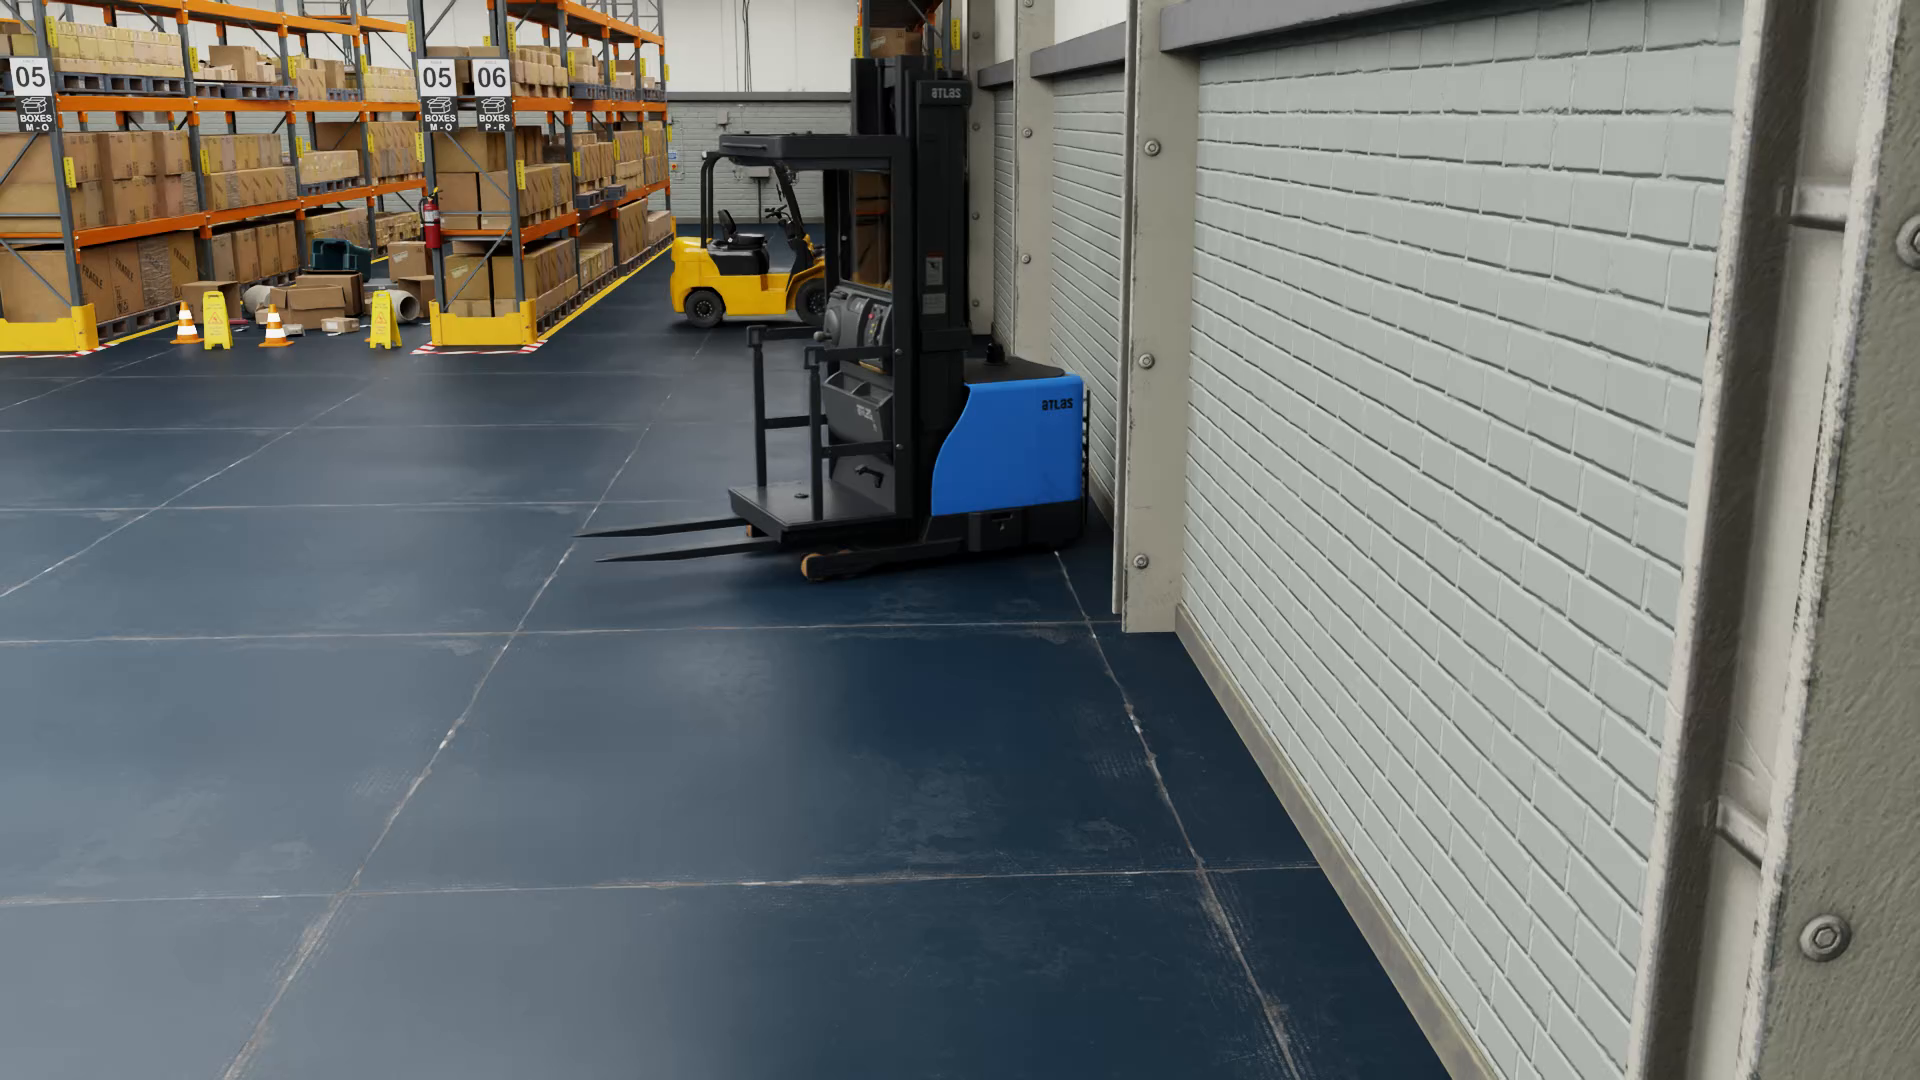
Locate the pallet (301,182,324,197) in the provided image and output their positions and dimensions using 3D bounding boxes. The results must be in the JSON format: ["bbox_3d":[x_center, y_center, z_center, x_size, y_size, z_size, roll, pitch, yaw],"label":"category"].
[{"bbox_3d":[-11.142,-5.714,27.098,1.213,0.211,1.003,-1,14,-3],"label":"pallet"}]

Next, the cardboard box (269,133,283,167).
[{"bbox_3d":[-10.974,-6.052,25.820,0.700,0.500,0.500,-1,14,-4],"label":"cardboard box"}]

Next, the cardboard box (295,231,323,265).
[{"bbox_3d":[-10.781,-4.804,27.350,0.500,0.500,0.500,-2,15,-6],"label":"cardboard box"}]

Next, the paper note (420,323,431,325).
[{"bbox_3d":[-6.812,-2.763,21.202,0.142,0.019,0.148,-6,16,-23],"label":"paper note"}]

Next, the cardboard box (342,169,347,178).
[{"bbox_3d":[-10.972,-6.423,29.131,0.380,0.149,0.250,-2,15,-6],"label":"cardboard box"}]

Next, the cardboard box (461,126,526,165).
[{"bbox_3d":[-5.985,-5.049,21.326,0.700,0.500,0.500,-1,14,-5],"label":"cardboard box"}]

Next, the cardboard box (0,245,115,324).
[{"bbox_3d":[-10.604,-2.983,19.523,0.875,0.875,0.875,-1,14,-3],"label":"cardboard box"}]

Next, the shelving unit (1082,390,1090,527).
[{"bbox_3d":[0.680,-0.535,10.802,0.258,0.900,0.210,-7,16,-26],"label":"shelving unit"}]

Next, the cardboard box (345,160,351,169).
[{"bbox_3d":[-10.988,-6.628,29.333,0.380,0.149,0.250,0,14,-1],"label":"cardboard box"}]

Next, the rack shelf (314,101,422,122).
[{"bbox_3d":[-11.363,-8.227,31.907,1.077,0.370,4.000,-1,14,-3],"label":"rack shelf"}]

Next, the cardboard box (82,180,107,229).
[{"bbox_3d":[-10.620,-3.942,19.527,0.875,0.550,0.550,-1,14,-3],"label":"cardboard box"}]

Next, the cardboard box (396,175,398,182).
[{"bbox_3d":[-11.160,-7.035,32.352,0.380,0.149,0.250,-1,14,-2],"label":"cardboard box"}]

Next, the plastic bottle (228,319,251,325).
[{"bbox_3d":[-9.212,-2.787,21.237,0.283,0.061,0.133,-6,16,-23],"label":"plastic bottle"}]

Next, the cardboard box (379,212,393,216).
[{"bbox_3d":[-11.657,-6.529,33.567,0.380,0.149,0.250,-1,14,-2],"label":"cardboard box"}]

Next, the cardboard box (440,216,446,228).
[{"bbox_3d":[-5.925,-3.772,19.672,0.380,0.149,0.250,-1,14,-4],"label":"cardboard box"}]

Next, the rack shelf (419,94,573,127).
[{"bbox_3d":[-5.685,-5.345,20.703,1.077,0.370,4.000,-1,14,-3],"label":"rack shelf"}]

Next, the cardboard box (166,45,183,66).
[{"bbox_3d":[-10.457,-6.294,21.608,0.500,0.250,0.500,-1,14,-4],"label":"cardboard box"}]

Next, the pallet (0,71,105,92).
[{"bbox_3d":[-10.552,-5.235,19.013,1.003,0.211,1.213,-1,14,-3],"label":"pallet"}]

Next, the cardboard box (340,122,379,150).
[{"bbox_3d":[-11.024,-7.418,30.535,0.500,0.500,0.500,-1,14,-2],"label":"cardboard box"}]

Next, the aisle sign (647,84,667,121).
[{"bbox_3d":[-6.248,-9.004,34.283,0.394,0.787,0.004,-1,14,-3],"label":"aisle sign"}]

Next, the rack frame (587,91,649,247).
[{"bbox_3d":[-6.305,-6.727,30.653,1.000,3.000,0.127,-1,14,-3],"label":"rack frame"}]

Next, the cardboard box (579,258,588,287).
[{"bbox_3d":[-5.844,-3.799,23.702,0.950,0.372,0.625,-1,14,-3],"label":"cardboard box"}]

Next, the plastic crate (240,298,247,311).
[{"bbox_3d":[-9.425,-3.279,22.779,0.450,0.188,0.662,-4,11,28],"label":"plastic crate"}]

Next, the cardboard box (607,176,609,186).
[{"bbox_3d":[-5.645,-5.546,25.723,0.380,0.149,0.250,-2,15,-6],"label":"cardboard box"}]

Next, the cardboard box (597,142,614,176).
[{"bbox_3d":[-5.751,-6.020,26.262,0.500,0.500,0.500,-1,14,-5],"label":"cardboard box"}]

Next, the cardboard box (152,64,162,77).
[{"bbox_3d":[-10.353,-5.943,21.045,0.380,0.149,0.250,-1,14,-3],"label":"cardboard box"}]

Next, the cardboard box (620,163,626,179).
[{"bbox_3d":[-5.873,-6.160,27.747,0.500,0.250,0.500,-1,14,-2],"label":"cardboard box"}]

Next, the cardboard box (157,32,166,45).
[{"bbox_3d":[-10.372,-6.394,21.197,0.380,0.149,0.250,-1,14,-4],"label":"cardboard box"}]

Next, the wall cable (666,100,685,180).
[{"bbox_3d":[-6.925,-9.631,39.838,0.585,1.953,0.123,-1,14,-3],"label":"wall cable"}]

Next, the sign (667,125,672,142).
[{"bbox_3d":[-6.010,-8.402,34.365,0.100,0.325,0.005,-1,14,-3],"label":"sign"}]

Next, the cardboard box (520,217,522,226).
[{"bbox_3d":[-5.406,-3.771,19.669,0.380,0.149,0.250,-1,14,-3],"label":"cardboard box"}]

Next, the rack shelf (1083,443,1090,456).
[{"bbox_3d":[0.680,-0.590,10.787,0.258,0.077,0.200,-7,16,-26],"label":"rack shelf"}]

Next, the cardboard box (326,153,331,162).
[{"bbox_3d":[-10.921,-6.508,28.267,0.380,0.149,0.250,-1,14,-4],"label":"cardboard box"}]

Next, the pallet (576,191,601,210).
[{"bbox_3d":[-5.711,-4.837,23.691,1.003,0.211,1.213,-1,14,-3],"label":"pallet"}]

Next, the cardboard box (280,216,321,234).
[{"bbox_3d":[-10.792,-5.162,27.239,0.500,0.250,0.500,-2,15,-6],"label":"cardboard box"}]

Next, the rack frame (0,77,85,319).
[{"bbox_3d":[-10.496,-3.641,18.659,1.000,3.000,0.127,-1,14,-3],"label":"rack frame"}]

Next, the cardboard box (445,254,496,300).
[{"bbox_3d":[-5.871,-3.173,20.009,0.500,0.500,0.500,-1,14,-3],"label":"cardboard box"}]

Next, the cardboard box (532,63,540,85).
[{"bbox_3d":[-5.405,-5.650,20.149,0.500,0.250,0.500,0,14,-2],"label":"cardboard box"}]

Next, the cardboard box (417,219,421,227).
[{"bbox_3d":[-11.169,-6.460,33.897,0.380,0.149,0.250,-1,14,-5],"label":"cardboard box"}]

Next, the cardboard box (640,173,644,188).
[{"bbox_3d":[-6.026,-6.547,30.253,0.500,0.250,0.500,-1,14,-5],"label":"cardboard box"}]

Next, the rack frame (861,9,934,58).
[{"bbox_3d":[-0.855,-7.721,22.474,1.000,3.000,0.127,-1,14,-3],"label":"rack frame"}]

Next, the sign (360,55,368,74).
[{"bbox_3d":[-10.685,-8.529,29.808,0.100,0.325,0.005,-1,14,-3],"label":"sign"}]

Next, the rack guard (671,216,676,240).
[{"bbox_3d":[-6.554,-6.517,34.854,1.175,0.500,0.348,-1,14,-3],"label":"rack guard"}]

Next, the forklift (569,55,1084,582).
[{"bbox_3d":[-0.789,-1.326,9.799,3.031,2.935,1.130,-7,16,-25],"label":"forklift"}]

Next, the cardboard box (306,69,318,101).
[{"bbox_3d":[-10.799,-7.402,27.056,0.500,0.500,0.500,-1,14,-3],"label":"cardboard box"}]

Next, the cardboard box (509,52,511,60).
[{"bbox_3d":[-5.411,-5.614,19.210,0.380,0.149,0.250,-1,14,-4],"label":"cardboard box"}]

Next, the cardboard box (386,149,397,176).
[{"bbox_3d":[-11.051,-7.194,31.669,0.500,0.500,0.500,-1,14,-5],"label":"cardboard box"}]

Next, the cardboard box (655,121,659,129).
[{"bbox_3d":[-6.216,-8.294,33.232,0.380,0.149,0.250,-1,14,-2],"label":"cardboard box"}]

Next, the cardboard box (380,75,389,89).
[{"bbox_3d":[-11.073,-8.621,31.289,0.500,0.250,0.500,-1,14,-2],"label":"cardboard box"}]

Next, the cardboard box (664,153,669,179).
[{"bbox_3d":[-6.259,-7.655,34.056,0.500,0.500,0.500,-1,14,-3],"label":"cardboard box"}]

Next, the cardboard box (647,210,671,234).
[{"bbox_3d":[-6.412,-6.522,34.154,0.875,0.438,0.875,-1,14,-5],"label":"cardboard box"}]

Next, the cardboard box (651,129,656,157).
[{"bbox_3d":[-6.138,-7.635,31.975,0.500,0.500,0.500,-1,14,-2],"label":"cardboard box"}]

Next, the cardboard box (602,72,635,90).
[{"bbox_3d":[-6.041,-8.124,29.399,0.500,0.311,0.500,-1,14,-3],"label":"cardboard box"}]

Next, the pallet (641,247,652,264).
[{"bbox_3d":[-6.182,-5.186,30.259,1.003,0.211,1.213,-1,14,-3],"label":"pallet"}]
